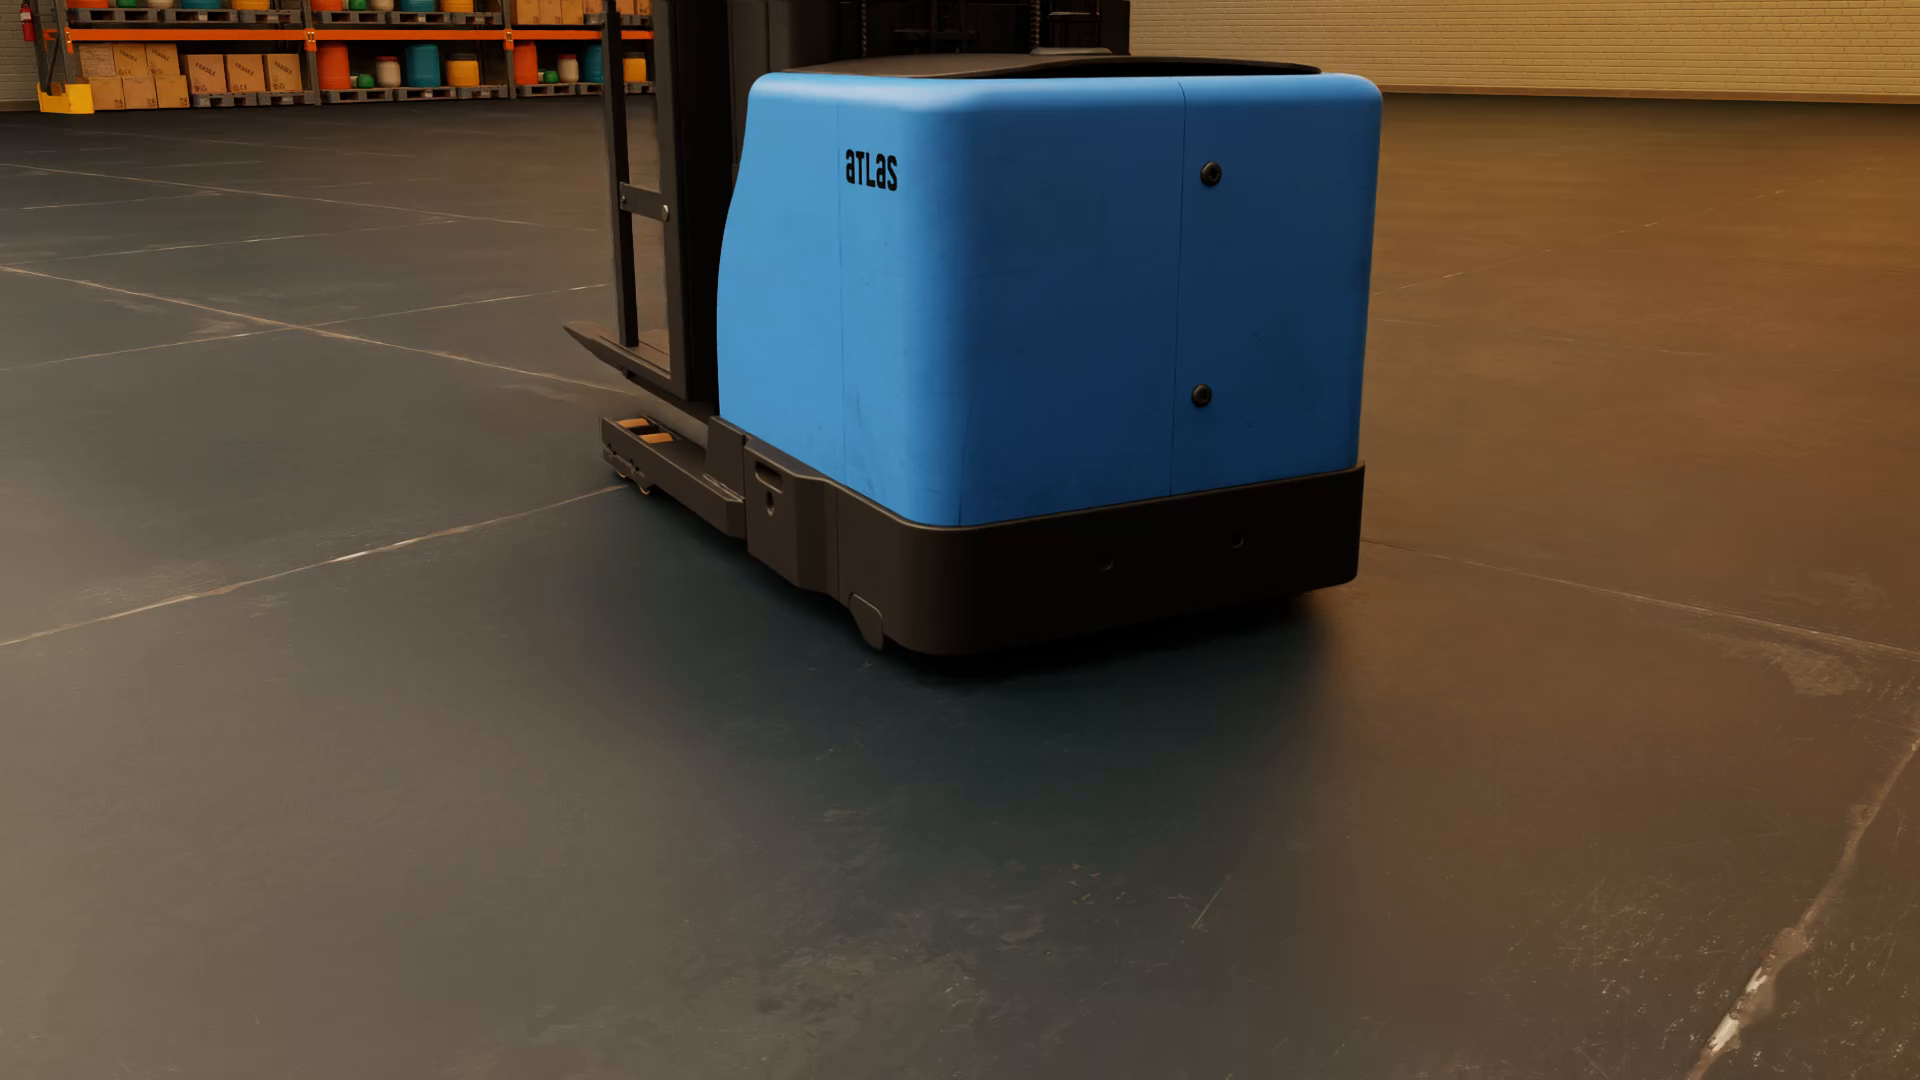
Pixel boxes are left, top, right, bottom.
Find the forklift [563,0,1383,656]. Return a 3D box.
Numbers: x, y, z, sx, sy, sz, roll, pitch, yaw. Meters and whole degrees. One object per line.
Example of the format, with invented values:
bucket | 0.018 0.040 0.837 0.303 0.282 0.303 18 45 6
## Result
forklift | -0.312 -1.572 4.073 1.130 2.935 3.031 -9 19 -27
